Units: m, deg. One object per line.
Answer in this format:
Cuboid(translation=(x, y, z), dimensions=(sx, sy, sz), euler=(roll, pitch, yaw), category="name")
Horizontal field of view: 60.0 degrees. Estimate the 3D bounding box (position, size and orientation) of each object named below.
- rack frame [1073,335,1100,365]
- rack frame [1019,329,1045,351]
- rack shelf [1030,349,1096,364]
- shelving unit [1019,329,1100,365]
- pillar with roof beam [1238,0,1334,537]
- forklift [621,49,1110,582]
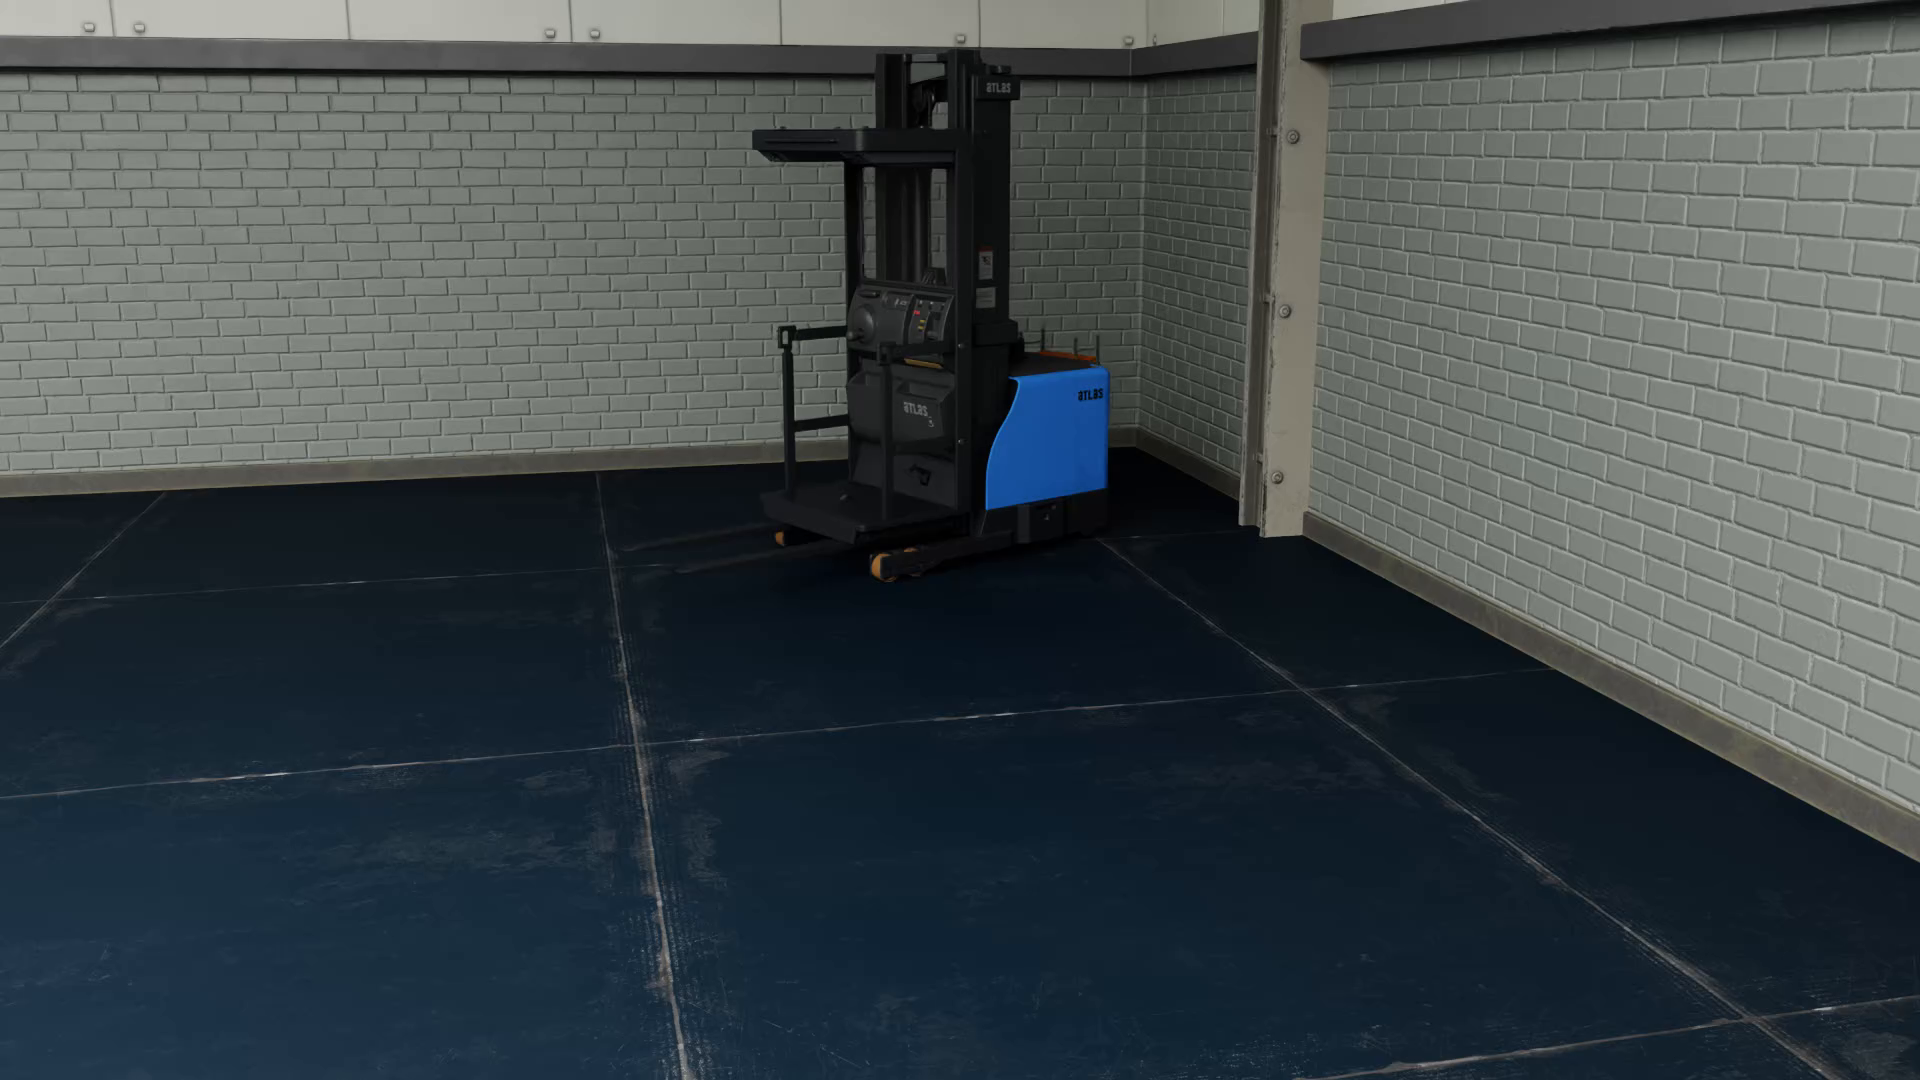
Cuboid(translation=(0.821, -0.735, 10.905), dimensions=(0.240, 1.200, 0.015), euler=(-13, 19, -43), category="rack frame")
Cuboid(translation=(0.481, -0.818, 11.245), dimensions=(0.240, 1.200, 0.015), euler=(-13, 19, -43), category="rack frame")
Cuboid(translation=(0.650, -1.158, 10.982), dimensions=(0.258, 0.148, 0.480), euler=(-13, 19, -43), category="rack shelf")
Cuboid(translation=(0.651, -0.776, 11.075), dimensions=(0.258, 1.200, 0.503), euler=(-13, 19, -43), category="shelving unit")
Cuboid(translation=(-2.171, -4.202, 8.668), dimensions=(9.100, 9.000, 0.400), euler=(-3, 14, -13), category="pillar with roof beam")
Cuboid(translation=(-0.515, -1.324, 9.672), dimensions=(3.031, 2.935, 1.130), euler=(-11, 17, -38), category="forklift")
